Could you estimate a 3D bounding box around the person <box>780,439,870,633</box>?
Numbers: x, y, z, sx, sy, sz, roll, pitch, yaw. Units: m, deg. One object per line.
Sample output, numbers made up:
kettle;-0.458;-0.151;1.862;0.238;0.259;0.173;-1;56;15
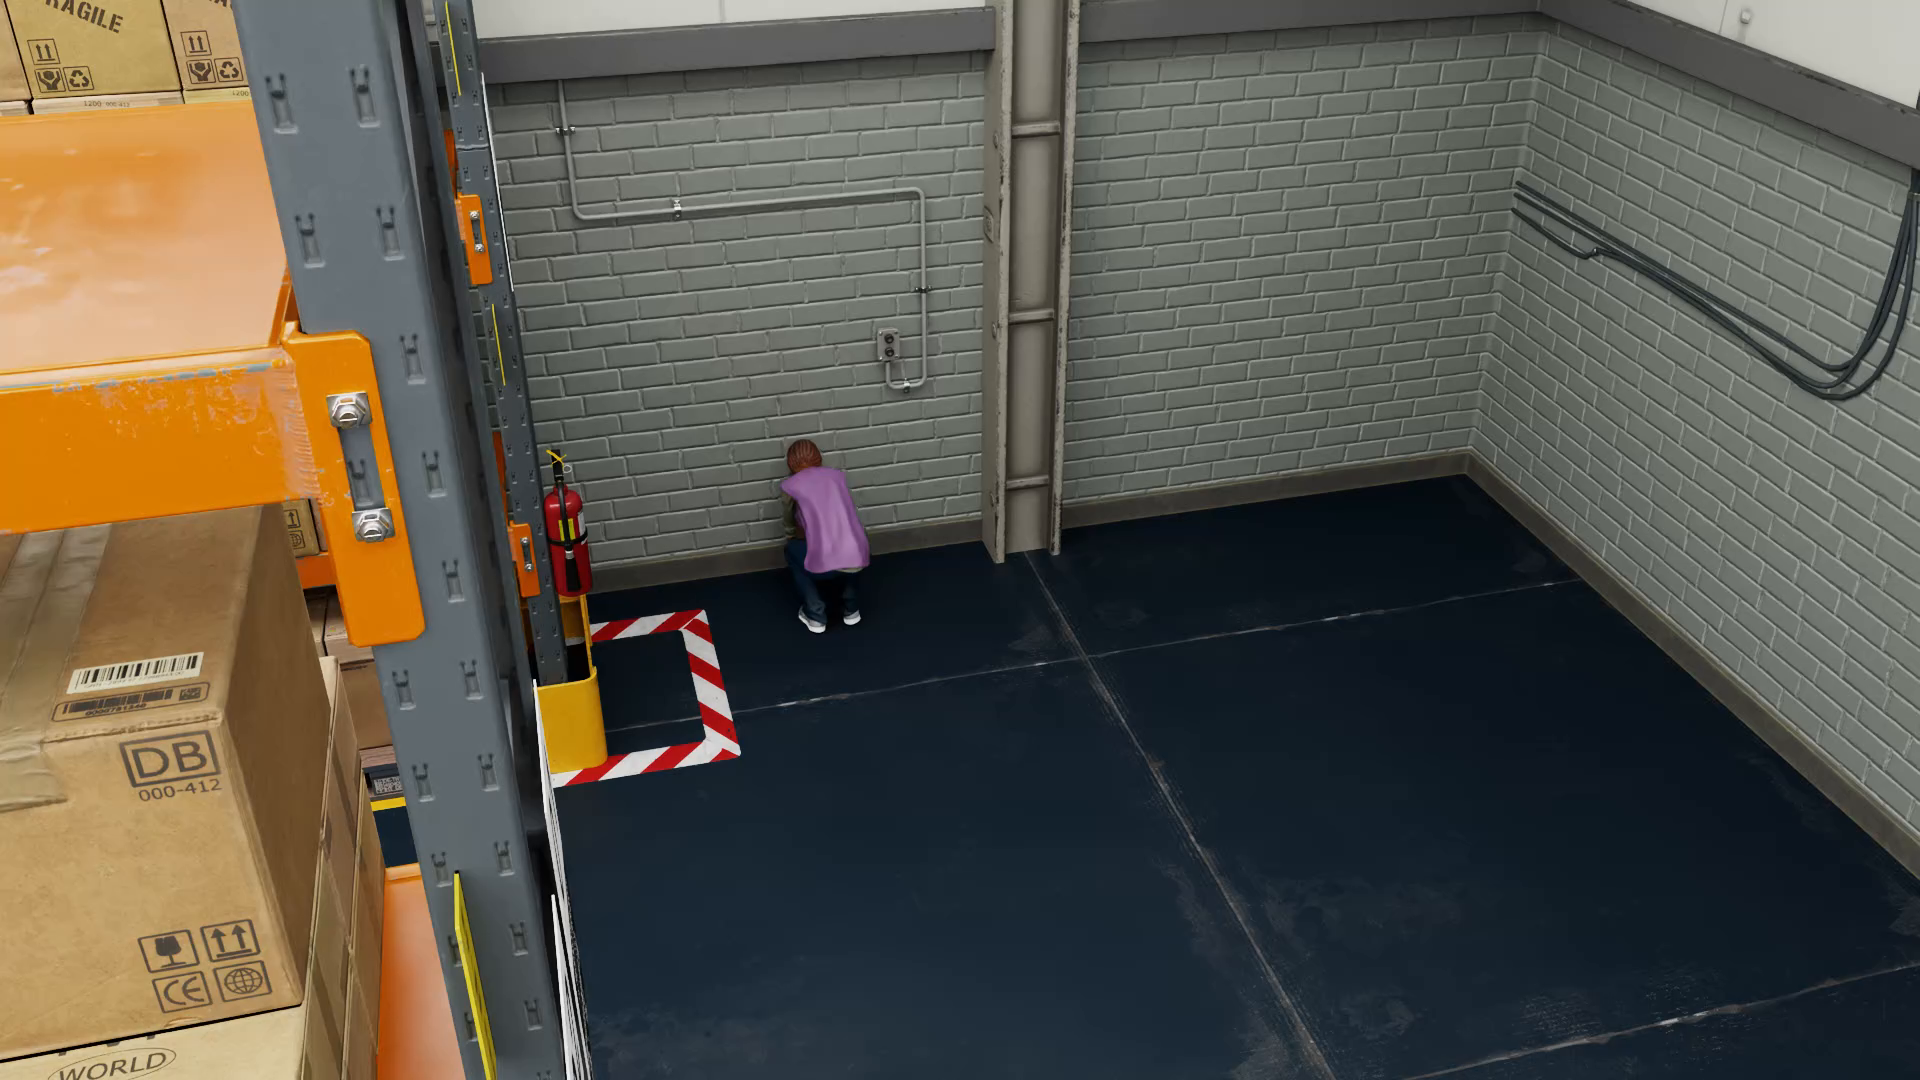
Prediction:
person;-0.733;-0.008;8.947;0.416;0.894;0.838;-9;32;-14
